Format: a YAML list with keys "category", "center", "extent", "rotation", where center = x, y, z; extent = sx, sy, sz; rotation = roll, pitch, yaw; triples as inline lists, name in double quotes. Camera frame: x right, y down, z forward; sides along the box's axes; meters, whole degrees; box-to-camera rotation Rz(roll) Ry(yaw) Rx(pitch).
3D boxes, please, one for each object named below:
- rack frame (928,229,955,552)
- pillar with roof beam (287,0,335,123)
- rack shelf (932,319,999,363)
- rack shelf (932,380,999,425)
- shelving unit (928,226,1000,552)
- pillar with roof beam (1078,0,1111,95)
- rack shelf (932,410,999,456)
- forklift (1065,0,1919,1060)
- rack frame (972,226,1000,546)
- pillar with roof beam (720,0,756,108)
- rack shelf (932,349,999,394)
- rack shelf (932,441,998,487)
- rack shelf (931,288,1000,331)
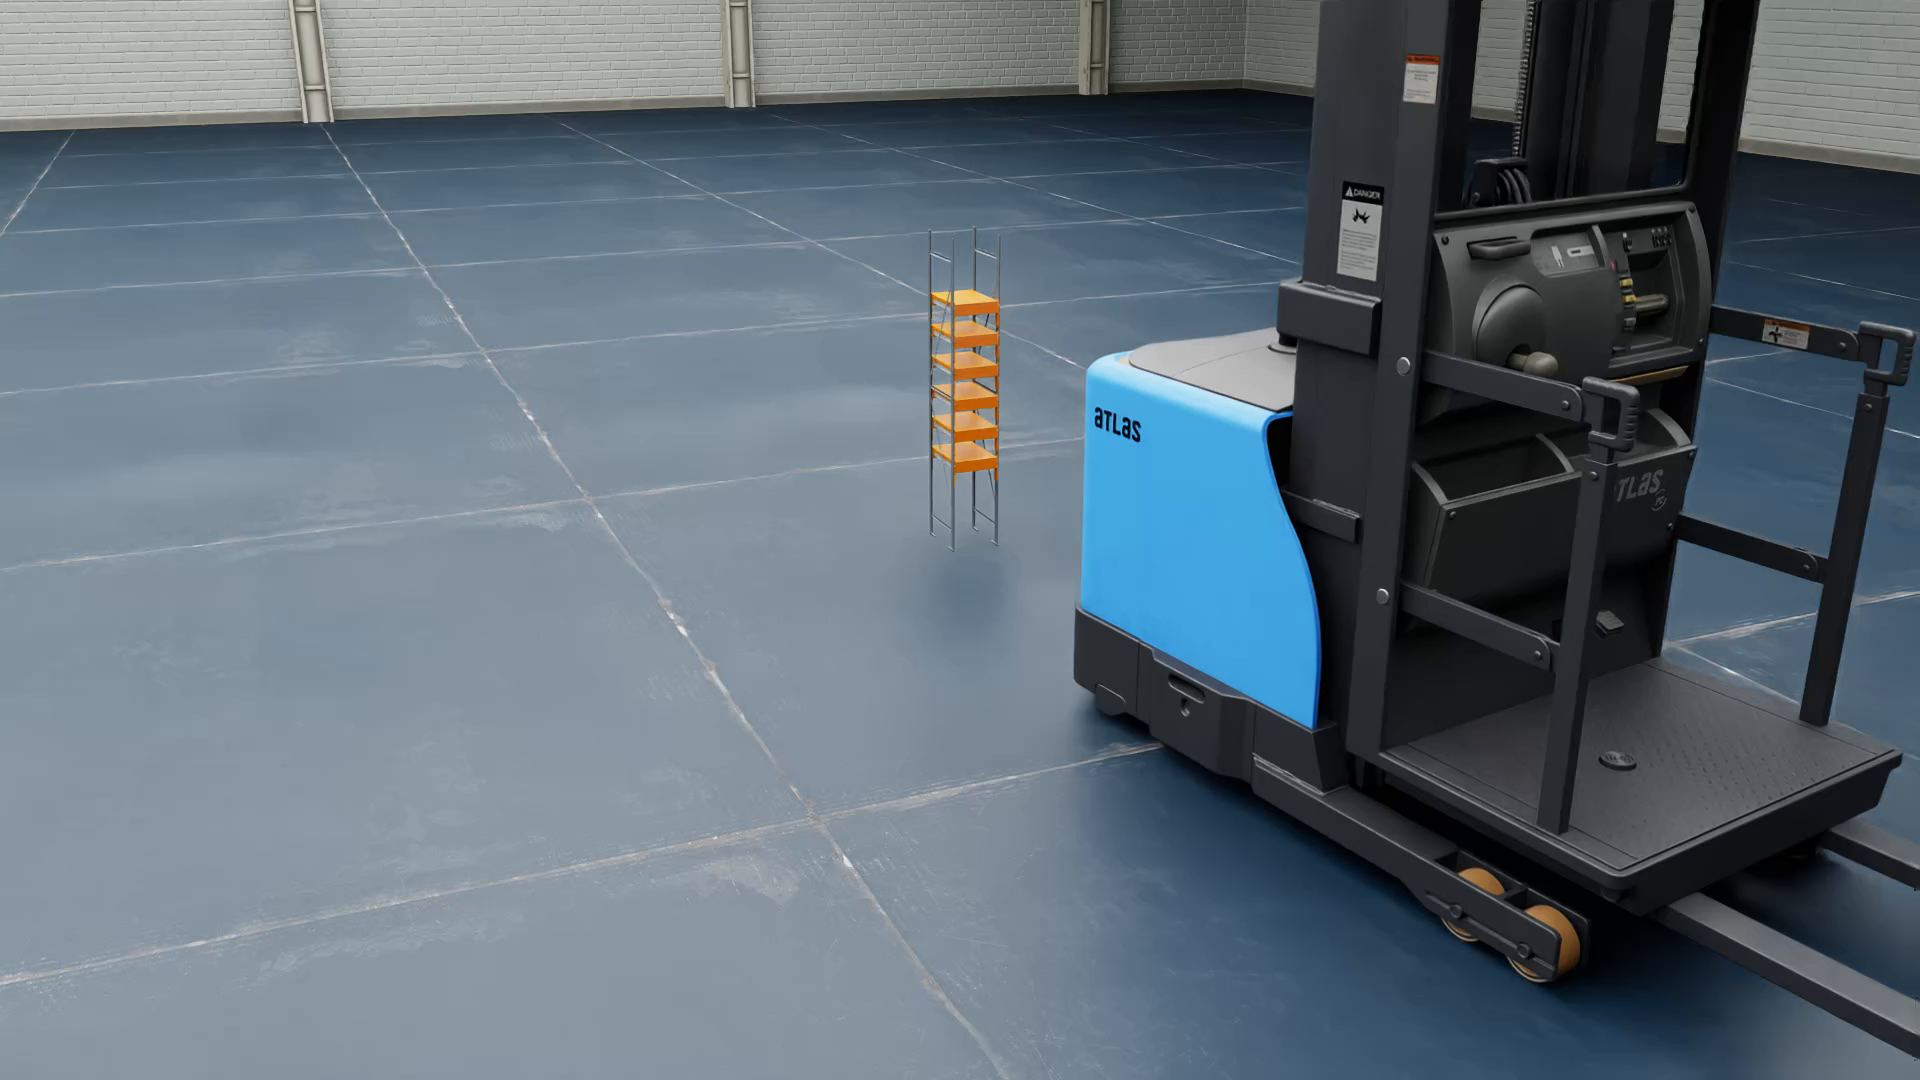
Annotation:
- category: "rack frame"
  center: [-0.071, -0.556, 6.294]
  extent: [0.006, 1.200, 0.240]
  rotation: [-8, 21, -22]
- category: "pillar with roof beam"
  center: [-7.123, -8.694, 17.663]
  extent: [0.400, 9.000, 9.100]
  rotation: [-8, 21, -22]
- category: "rack shelf"
  center: [0.013, -0.752, 6.263]
  extent: [0.180, 0.103, 0.258]
  rotation: [-8, 21, -22]
- category: "rack shelf"
  center: [0.013, -0.526, 6.343]
  extent: [0.180, 0.103, 0.258]
  rotation: [-8, 21, -22]
- category: "shelving unit"
  center: [0.013, -0.568, 6.328]
  extent: [0.189, 1.200, 0.258]
  rotation: [-8, 21, -22]
- category: "pillar with roof beam"
  center: [3.895, -10.272, 22.146]
  extent: [0.400, 9.000, 9.100]
  rotation: [-8, 21, -22]
- category: "rack shelf"
  center: [0.013, -0.413, 6.383]
  extent: [0.180, 0.103, 0.258]
  rotation: [-8, 21, -22]
- category: "forklift"
  center: [1.546, -0.585, 3.771]
  extent: [1.130, 2.935, 3.031]
  rotation: [-12, 23, -31]
- category: "rack frame"
  center: [0.097, -0.580, 6.362]
  extent: [0.006, 1.200, 0.240]
  rotation: [-8, 21, -22]
- category: "pillar with roof beam"
  center: [-1.614, -9.483, 19.905]
  extent: [0.400, 9.000, 9.100]
  rotation: [-8, 21, -22]
- category: "rack shelf"
  center: [0.013, -0.639, 6.303]
  extent: [0.180, 0.103, 0.258]
  rotation: [-8, 21, -22]
- category: "rack shelf"
  center: [0.013, -0.300, 6.423]
  extent: [0.180, 0.103, 0.258]
  rotation: [-8, 21, -22]
- category: "rack shelf"
  center: [0.013, -0.866, 6.223]
  extent: [0.180, 0.103, 0.258]
  rotation: [-8, 21, -22]
